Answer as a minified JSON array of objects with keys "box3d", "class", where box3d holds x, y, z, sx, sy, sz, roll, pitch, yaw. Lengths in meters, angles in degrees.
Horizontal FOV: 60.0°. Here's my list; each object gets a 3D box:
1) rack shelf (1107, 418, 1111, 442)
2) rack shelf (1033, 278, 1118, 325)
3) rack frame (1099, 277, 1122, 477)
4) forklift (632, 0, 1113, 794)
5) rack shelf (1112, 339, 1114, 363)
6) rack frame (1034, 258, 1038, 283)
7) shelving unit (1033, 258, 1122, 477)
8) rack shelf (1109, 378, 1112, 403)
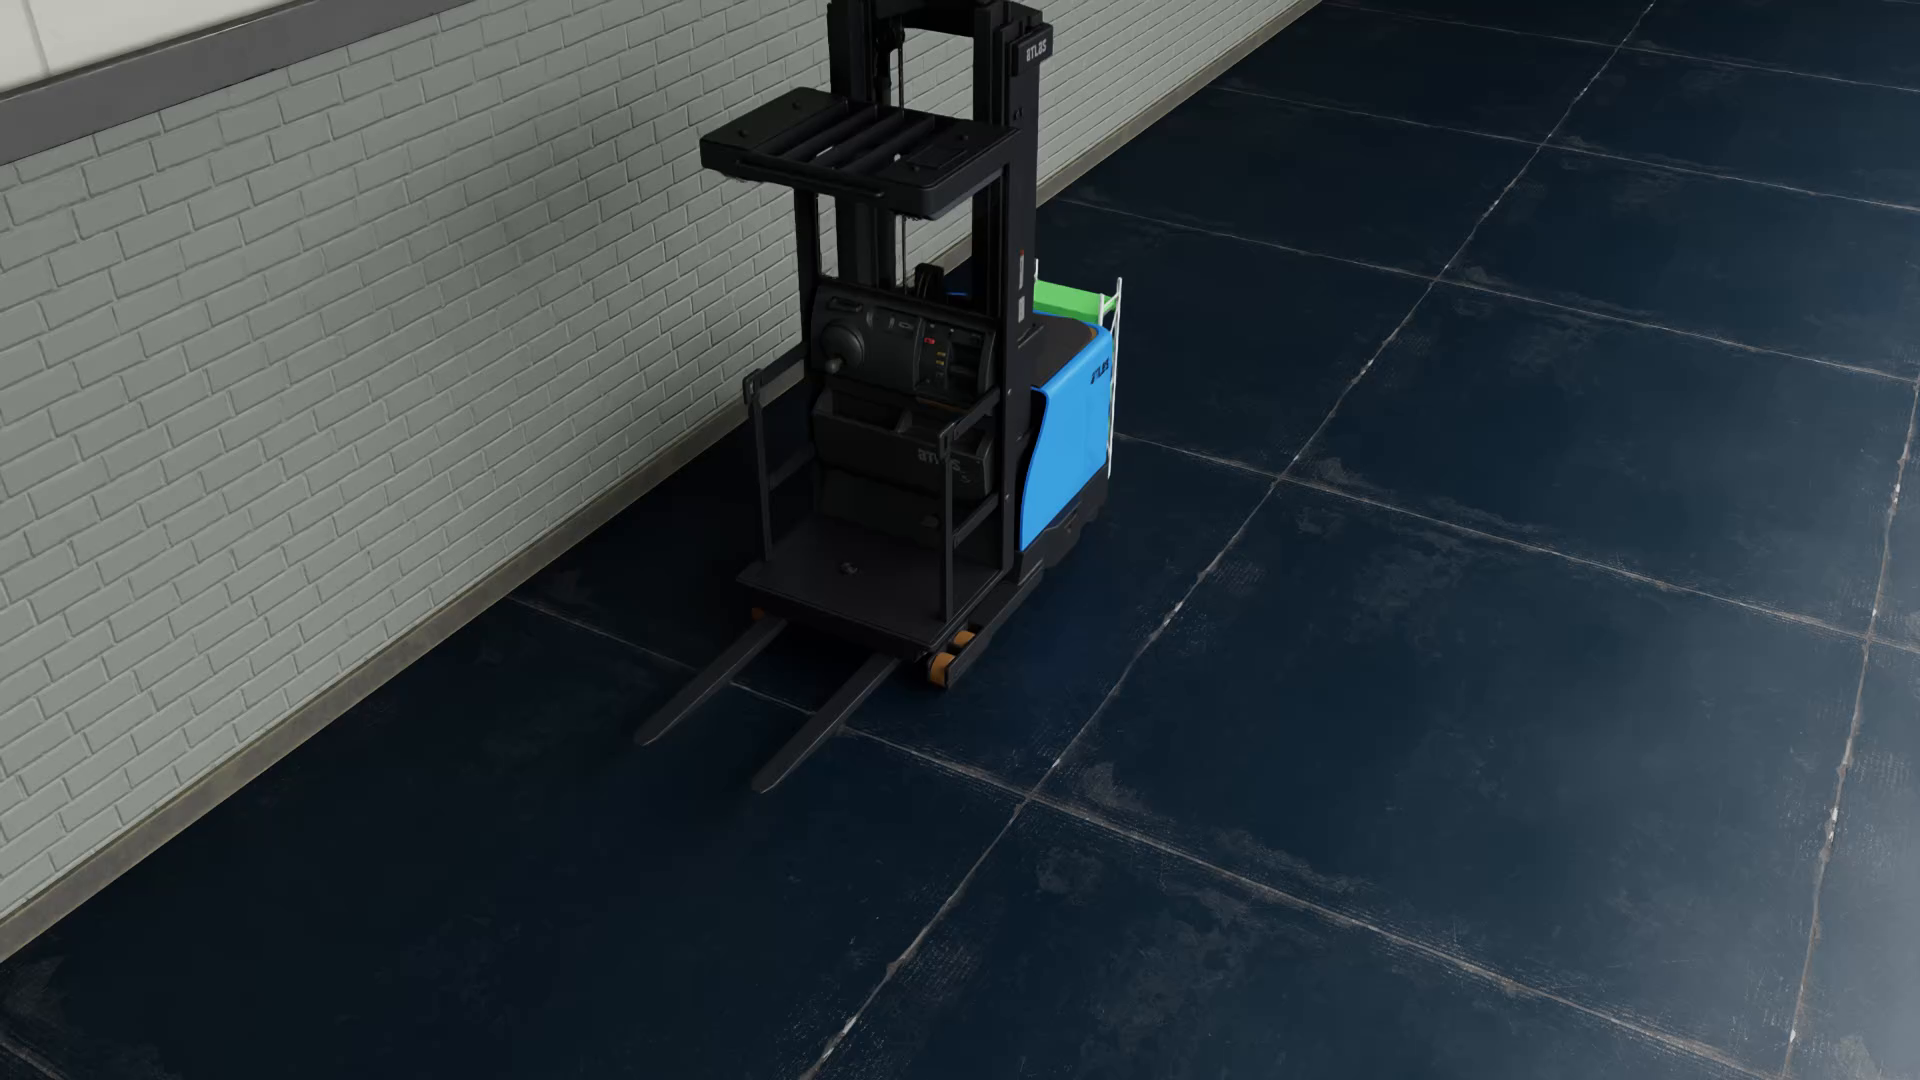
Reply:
[{"box3d":[0.561,-0.617,9.142,0.480,0.148,0.258,17,37,24],"class":"rack shelf"},{"box3d":[0.561,-1.216,8.743,0.480,0.148,0.258,17,37,24],"class":"rack shelf"},{"box3d":[0.774,-0.804,8.875,0.015,1.200,0.240,17,37,24],"class":"rack frame"},{"box3d":[-0.366,-0.821,7.339,1.130,2.935,3.031,17,37,24],"class":"forklift"},{"box3d":[0.561,-1.016,8.876,0.480,0.148,0.258,17,37,24],"class":"rack shelf"},{"box3d":[0.348,-0.936,9.072,0.015,1.200,0.240,17,37,24],"class":"rack frame"},{"box3d":[0.561,-0.870,8.973,0.503,1.200,0.258,17,37,24],"class":"shelving unit"},{"box3d":[0.561,-0.817,9.009,0.480,0.148,0.258,17,37,24],"class":"rack shelf"}]
